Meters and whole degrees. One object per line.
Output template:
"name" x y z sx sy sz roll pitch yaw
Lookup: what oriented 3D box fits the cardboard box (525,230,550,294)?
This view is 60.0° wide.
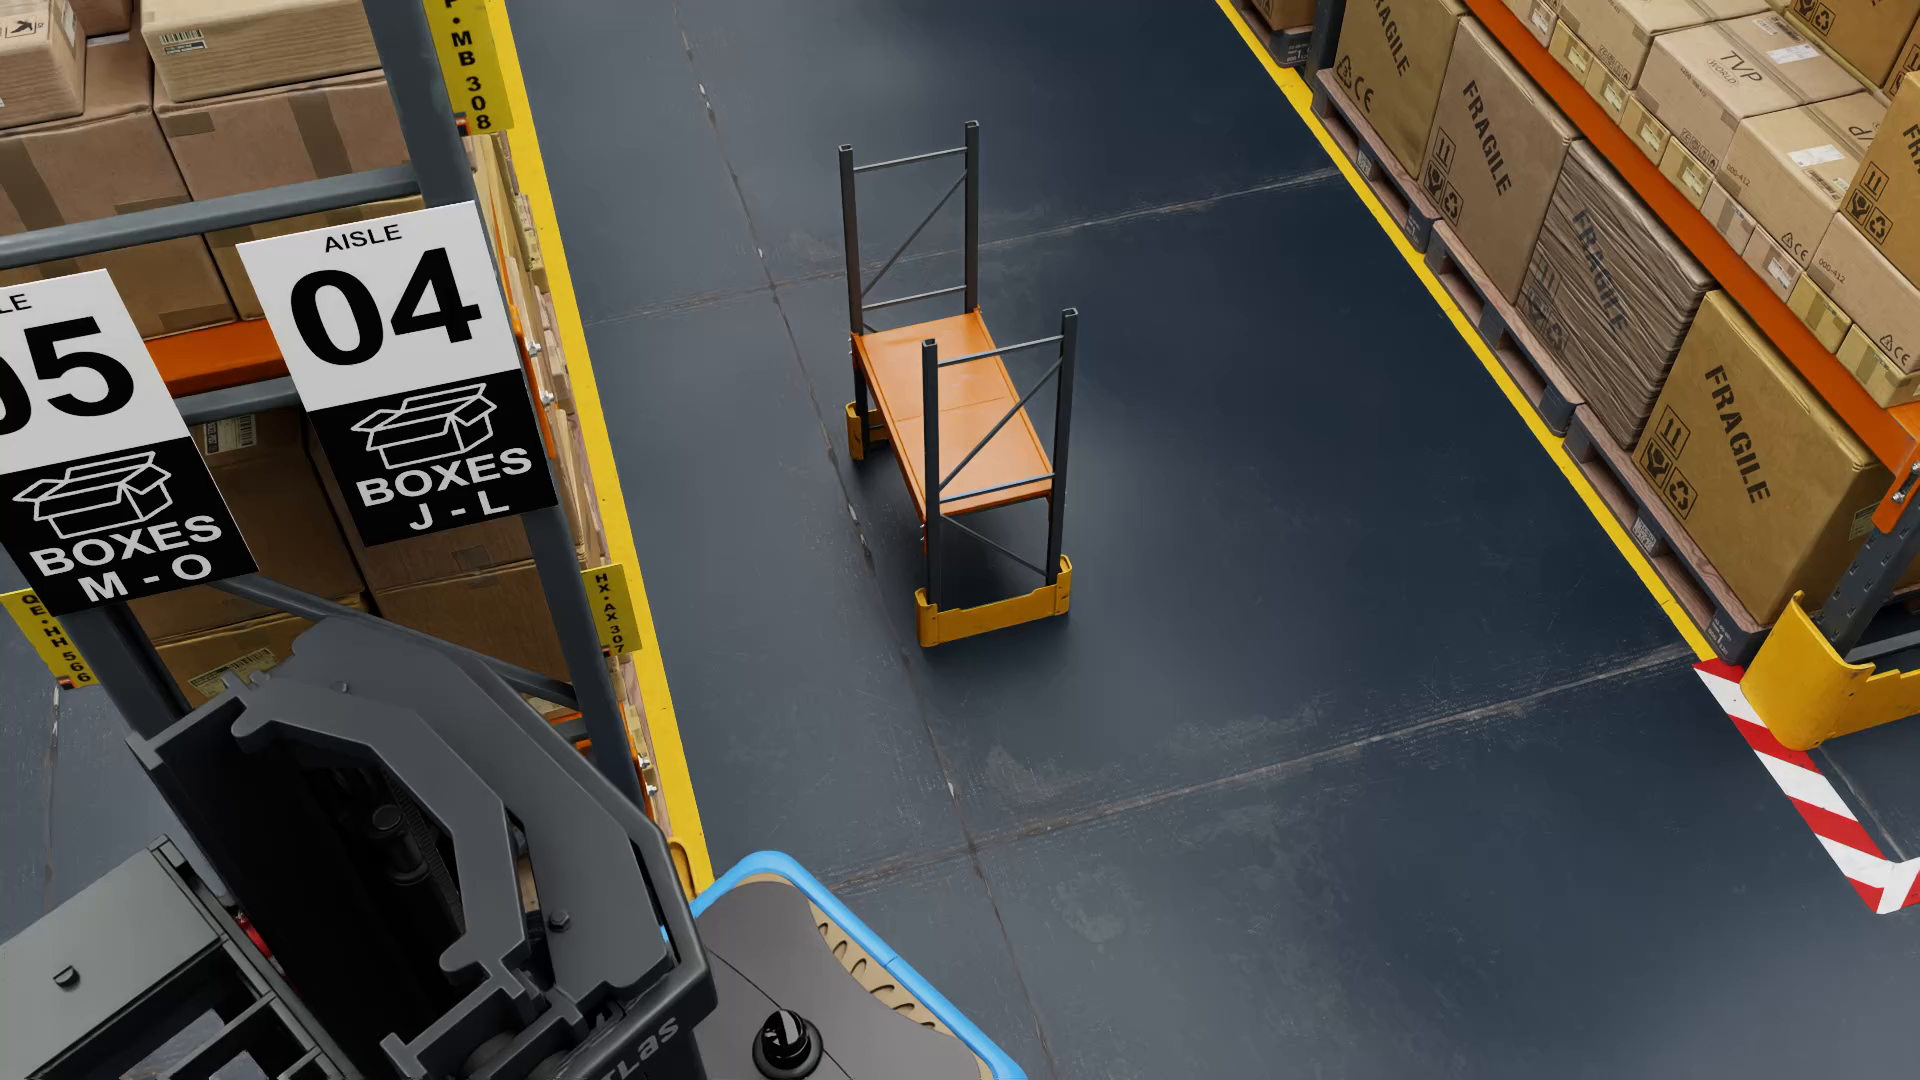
"cardboard box" -1.928 -1.120 6.917 0.380 0.149 0.250 -15 51 -12

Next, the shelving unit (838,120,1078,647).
"shelving unit" -0.023 -0.539 6.013 0.587 1.500 1.083 -13 51 -11

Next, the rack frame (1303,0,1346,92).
"rack frame" 2.255 -3.400 7.444 1.000 3.000 0.127 -13 51 -11

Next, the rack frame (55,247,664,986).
"rack frame" -1.330 0.569 4.098 1.000 3.000 0.127 -13 51 -11

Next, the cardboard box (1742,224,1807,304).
"cardboard box" 2.866 -0.957 5.549 0.380 0.149 0.250 -13 51 -11

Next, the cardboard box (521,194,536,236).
"cardboard box" -2.071 -1.359 7.314 0.380 0.149 0.250 -13 51 -11

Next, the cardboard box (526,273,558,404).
"cardboard box" -1.514 -0.695 4.904 0.500 0.500 0.500 -13 51 -10

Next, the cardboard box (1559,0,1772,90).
"cardboard box" 2.583 -1.942 6.118 0.500 0.250 0.500 -13 51 -11

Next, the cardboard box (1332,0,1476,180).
"cardboard box" 2.374 -2.350 7.674 0.875 0.875 0.875 -13 51 -11

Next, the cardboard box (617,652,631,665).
"cardboard box" -1.309 0.314 5.514 0.380 0.149 0.250 -13 51 -11

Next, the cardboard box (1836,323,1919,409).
"cardboard box" 3.018 -0.583 5.234 0.380 0.149 0.250 -12 51 -10

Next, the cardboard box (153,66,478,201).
"cardboard box" -1.214 -0.897 3.143 0.500 0.250 0.500 -13 51 -10

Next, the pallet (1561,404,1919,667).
"pallet" 3.127 -0.146 6.525 1.003 0.211 1.213 -13 51 -11

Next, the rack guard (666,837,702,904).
"rack guard" -1.352 1.319 5.100 1.175 0.500 0.348 -13 51 -11

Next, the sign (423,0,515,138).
"sign" -0.812 -0.802 2.720 0.100 0.325 0.005 -13 51 -11

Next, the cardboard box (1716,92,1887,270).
"cardboard box" 2.892 -1.191 5.485 0.500 0.250 0.500 -14 51 -12

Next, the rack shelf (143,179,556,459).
"rack shelf" -1.921 -1.626 4.458 1.077 0.370 4.000 -13 51 -11

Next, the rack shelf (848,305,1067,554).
"rack shelf" -0.025 -0.430 6.156 0.538 0.185 1.000 -13 51 -11

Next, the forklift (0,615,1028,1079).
"forklift" -1.197 1.621 3.256 1.130 2.935 3.031 37 59 27

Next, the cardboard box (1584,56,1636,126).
"cardboard box" 2.566 -1.700 6.175 0.380 0.149 0.250 -12 51 -10

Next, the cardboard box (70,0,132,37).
"cardboard box" -1.709 -1.013 2.980 0.380 0.149 0.250 -13 51 -10

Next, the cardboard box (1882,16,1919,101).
"cardboard box" 3.406 -1.545 5.293 0.500 0.500 0.500 -14 51 -12

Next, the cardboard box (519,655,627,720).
"cardboard box" -1.113 0.339 4.456 0.380 0.149 0.250 -14 51 -11

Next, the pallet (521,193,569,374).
"pallet" -2.280 -0.971 7.220 1.003 0.211 1.213 -13 51 -11

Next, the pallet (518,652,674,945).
"pallet" -1.559 0.811 5.718 1.003 0.211 1.213 -13 51 -11

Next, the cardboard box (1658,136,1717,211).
"cardboard box" 2.715 -1.329 5.862 0.380 0.149 0.250 -14 51 -12

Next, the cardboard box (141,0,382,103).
"cardboard box" -1.208 -0.927 2.908 0.380 0.149 0.250 -14 51 -11

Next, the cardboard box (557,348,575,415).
"cardboard box" -1.765 -0.603 6.676 0.380 0.149 0.250 -13 51 -11

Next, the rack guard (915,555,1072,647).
"rack guard" 0.125 0.227 6.184 0.587 0.250 0.087 -13 51 -11

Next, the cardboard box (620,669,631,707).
"cardboard box" -1.267 0.603 5.465 0.380 0.149 0.250 -14 51 -11

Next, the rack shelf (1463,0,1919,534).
"rack shelf" 2.847 -1.707 6.488 1.077 0.370 4.000 -13 51 -11

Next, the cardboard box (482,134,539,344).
"cardboard box" -1.364 -0.636 4.200 0.500 0.500 0.500 -12 51 -10

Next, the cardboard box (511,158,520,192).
"cardboard box" -2.116 -1.506 7.243 0.380 0.149 0.250 -12 51 -10

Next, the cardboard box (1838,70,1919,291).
"cardboard box" 3.043 -1.064 4.888 0.500 0.500 0.500 -13 51 -11

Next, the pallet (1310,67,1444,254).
"pallet" 2.405 -1.928 8.027 1.003 0.211 1.213 -13 51 -11

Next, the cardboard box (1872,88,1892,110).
"cardboard box" 3.394 -1.316 5.591 0.500 0.250 0.500 -14 51 -11

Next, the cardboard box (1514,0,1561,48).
"cardboard box" 2.409 -2.081 6.497 0.380 0.149 0.250 -13 51 -11

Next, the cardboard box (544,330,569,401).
"cardboard box" -1.703 -0.624 6.304 0.380 0.149 0.250 -15 51 -12

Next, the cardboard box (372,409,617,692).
"cardboard box" -1.199 0.051 4.275 0.500 0.500 0.500 -11 51 -9

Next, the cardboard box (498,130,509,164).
"cardboard box" -1.651 -1.393 4.838 0.500 0.500 0.500 -15 51 -12

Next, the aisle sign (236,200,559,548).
"aisle sign" -1.022 -0.283 3.116 0.394 0.787 0.004 -13 51 -11

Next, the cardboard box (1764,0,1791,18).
"cardboard box" 3.090 -2.063 6.221 0.500 0.250 0.500 -14 51 -12

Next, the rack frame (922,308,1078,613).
"rack frame" 0.125 -0.174 5.706 0.500 1.500 0.032 -13 51 -11

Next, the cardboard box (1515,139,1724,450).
"cardboard box" 2.903 -1.043 6.572 0.875 0.875 0.875 -13 51 -11

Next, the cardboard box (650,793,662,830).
"cardboard box" -1.179 0.898 5.411 0.380 0.149 0.250 -12 51 -10

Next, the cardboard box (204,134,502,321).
"cardboard box" -1.218 -0.735 3.334 0.500 0.250 0.500 -12 51 -10

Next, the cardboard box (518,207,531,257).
"cardboard box" -1.965 -1.202 6.792 0.380 0.149 0.250 -14 51 -11

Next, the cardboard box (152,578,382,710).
"cardboard box" -1.709 0.171 4.174 0.500 0.500 0.500 -12 51 -10
